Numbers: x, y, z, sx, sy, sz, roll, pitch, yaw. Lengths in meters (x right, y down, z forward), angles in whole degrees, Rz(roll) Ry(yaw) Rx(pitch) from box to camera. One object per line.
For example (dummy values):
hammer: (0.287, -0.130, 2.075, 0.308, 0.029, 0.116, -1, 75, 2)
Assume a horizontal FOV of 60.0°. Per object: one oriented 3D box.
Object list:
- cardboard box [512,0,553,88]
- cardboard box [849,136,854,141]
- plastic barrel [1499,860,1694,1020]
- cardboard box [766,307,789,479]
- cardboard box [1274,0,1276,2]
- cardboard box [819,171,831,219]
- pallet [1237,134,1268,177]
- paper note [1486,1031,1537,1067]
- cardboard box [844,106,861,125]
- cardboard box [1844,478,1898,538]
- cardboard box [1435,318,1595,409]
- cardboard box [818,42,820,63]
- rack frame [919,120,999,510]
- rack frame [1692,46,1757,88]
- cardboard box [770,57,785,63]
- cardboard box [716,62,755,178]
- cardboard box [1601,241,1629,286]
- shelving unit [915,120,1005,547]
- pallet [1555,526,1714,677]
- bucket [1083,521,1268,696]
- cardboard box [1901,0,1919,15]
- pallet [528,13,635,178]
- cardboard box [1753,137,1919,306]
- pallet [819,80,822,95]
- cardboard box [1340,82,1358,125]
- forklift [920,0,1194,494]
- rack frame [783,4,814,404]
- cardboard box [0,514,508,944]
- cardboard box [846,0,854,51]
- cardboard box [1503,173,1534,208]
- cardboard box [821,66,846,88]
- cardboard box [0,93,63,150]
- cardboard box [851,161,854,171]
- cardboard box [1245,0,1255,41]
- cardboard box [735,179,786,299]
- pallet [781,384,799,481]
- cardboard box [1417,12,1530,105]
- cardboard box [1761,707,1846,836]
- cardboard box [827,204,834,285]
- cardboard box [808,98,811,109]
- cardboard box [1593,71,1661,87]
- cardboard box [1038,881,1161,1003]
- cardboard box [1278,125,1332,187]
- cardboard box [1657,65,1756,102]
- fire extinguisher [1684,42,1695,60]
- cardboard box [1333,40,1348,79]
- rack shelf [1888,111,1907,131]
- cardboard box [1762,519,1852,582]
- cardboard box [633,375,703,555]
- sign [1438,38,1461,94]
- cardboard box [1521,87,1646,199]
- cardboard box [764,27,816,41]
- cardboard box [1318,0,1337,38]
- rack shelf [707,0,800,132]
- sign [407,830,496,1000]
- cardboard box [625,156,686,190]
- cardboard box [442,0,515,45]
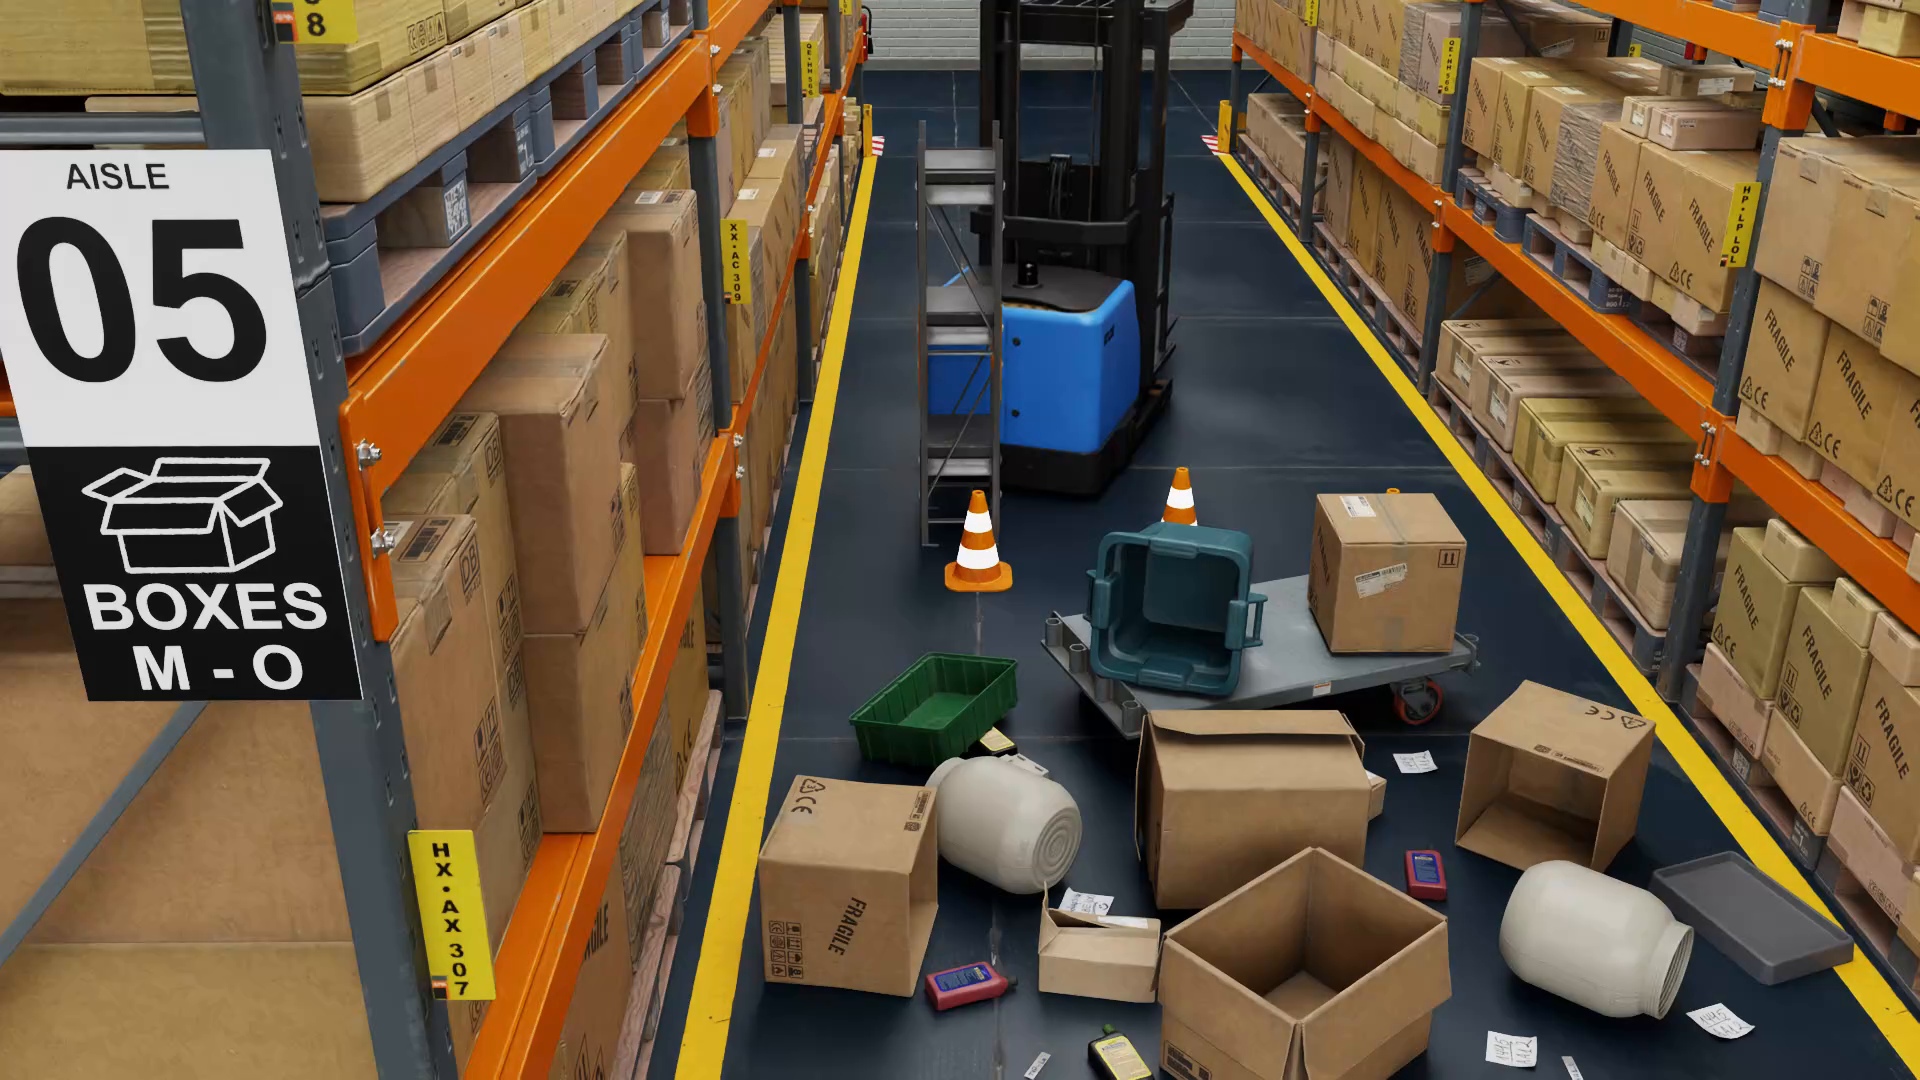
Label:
cardboard box: (-1.054, -1.019, 3.397, 0.380, 0.149, 0.250, 0, 24, 0)
cardboard box: (-1.233, -3.842, 16.195, 0.380, 0.149, 0.250, 1, 24, 2)
plastic barrel: (2.052, 1.295, 5.374, 0.512, 0.421, 0.421, 19, 30, 35)
cardboard box: (-1.518, -0.822, 9.148, 1.050, 0.750, 0.750, 0, 24, 0)
cardboard box: (3.167, -5.299, 15.492, 0.500, 0.500, 0.500, 0, 24, 0)
cardboard box: (-1.218, -2.574, 12.416, 0.500, 0.250, 0.500, -1, 24, -3)
pallet: (3.501, -4.028, 17.400, 1.003, 0.211, 1.213, 0, 24, -1)
paper note: (1.729, 1.592, 5.207, 0.148, 0.019, 0.142, 8, 26, 18)
cardboard box: (-1.200, -4.300, 16.846, 0.380, 0.149, 0.250, -1, 24, -2)
cardboard box: (3.284, -0.122, 5.685, 0.380, 0.149, 0.250, 0, 24, 1)
cardboard box: (3.498, -1.092, 10.205, 0.950, 0.372, 0.625, -2, 24, -4)
cardboard box: (-1.285, -3.754, 12.845, 0.380, 0.149, 0.250, 1, 24, 2)
rack frame: (-0.004, -1.125, 8.690, 0.400, 2.100, 0.015, 0, 24, -1)
rack frame: (8.378, -5.652, 17.606, 1.000, 3.000, 0.127, 0, 24, -1)
cardboard box: (-1.265, -3.128, 11.099, 0.380, 0.149, 0.250, -1, 24, -3)
cardboard box: (-1.438, -2.164, 8.559, 0.700, 0.500, 0.500, -1, 24, -1)
cardboard box: (3.233, -1.290, 7.758, 0.380, 0.149, 0.250, 0, 24, 0)
shelving unit: (-0.002, -1.025, 8.468, 0.431, 2.100, 0.503, 0, 24, -1)
pallet: (3.535, 0.267, 7.904, 1.003, 0.211, 1.213, 0, 24, -1)
bucket: (0.903, 0.226, 6.739, 0.726, 0.611, 0.620, 8, 16, 18)
cardboard box: (3.291, -1.722, 5.098, 0.500, 0.250, 0.500, 0, 24, -1)
pallet: (-1.395, -1.107, 4.025, 1.003, 0.211, 1.213, 0, 24, -1)
cardboard box: (3.333, -1.137, 5.929, 0.700, 0.500, 0.500, -1, 24, -1)
pallet: (-1.628, -3.513, 13.109, 1.003, 0.211, 1.213, 0, 24, -1)
cardboard box: (3.196, -3.304, 12.598, 0.500, 0.250, 0.500, 0, 24, -1)
forklift: (0.727, -2.168, 9.986, 1.130, 2.935, 3.031, 8, 26, 17)
rack frame: (-1.447, -2.267, 10.123, 1.000, 3.000, 0.127, 0, 24, -1)
cardboard box: (-1.325, 0.316, 2.920, 0.875, 0.550, 0.550, 0, 24, -1)
cardboard box: (-1.226, -4.714, 15.049, 0.500, 0.500, 0.500, -1, 24, -2)
cardboard box: (3.228, -1.930, 9.173, 0.380, 0.149, 0.250, 0, 24, 0)
cardboard box: (-1.167, -3.919, 14.081, 0.380, 0.149, 0.250, 1, 24, 1)
cardboard box: (-1.704, -0.699, 2.690, 0.380, 0.149, 0.250, 0, 24, 0)
cardboard box: (-1.235, -3.706, 16.255, 0.380, 0.149, 0.250, 0, 24, 0)
cardboard box: (3.166, -5.266, 16.632, 0.500, 0.500, 0.500, -1, 24, -1)
cardboard box: (-1.155, -1.506, 8.318, 0.500, 0.500, 0.500, 0, 24, 0)
pallet: (-1.514, -0.672, 9.979, 1.003, 0.211, 1.213, 0, 24, -1)
cardboard box: (3.234, -3.044, 10.506, 0.500, 0.500, 0.500, -1, 24, -2)
cardboard box: (3.299, 0.843, 6.074, 0.500, 0.250, 0.500, 1, 24, 2)
cardboard box: (-1.224, -2.241, 12.590, 0.500, 0.500, 0.500, -1, 24, -2)
cardboard box: (-1.268, -3.183, 11.943, 0.380, 0.149, 0.250, -1, 24, -2)
cardboard box: (3.801, -2.305, 9.214, 0.500, 0.500, 0.500, -1, 24, -1)
cardboard box: (0.457, 1.327, 5.495, 0.396, 0.266, 0.258, 4, 25, 9)
cardboard box: (3.548, -3.632, 15.739, 0.875, 0.438, 0.875, -1, 24, -2)
cardboard box: (3.801, -2.326, 8.475, 0.380, 0.149, 0.250, -1, 24, -3)
fire extinguisher: (7.914, -5.505, 17.828, 0.296, 0.674, 0.183, 0, 24, -1)
cardboard box: (3.214, -3.742, 12.958, 0.500, 0.250, 0.500, 0, 24, 0)
rack shelf: (8.443, -2.851, 12.288, 1.077, 0.370, 4.000, 0, 24, -1)
cardboard box: (3.223, 0.037, 6.157, 0.380, 0.149, 0.250, 0, 24, 0)
cardboard box: (-1.359, -0.309, 5.611, 0.875, 0.550, 0.550, 0, 24, -1)
sign: (2.947, -2.855, 10.017, 0.100, 0.325, 0.005, 0, 24, -1)
cardboard box: (3.300, -2.084, 8.725, 0.500, 0.500, 0.500, 0, 24, 0)
cardboard box: (-1.283, -3.774, 12.527, 0.380, 0.149, 0.250, 0, 24, -1)
cardboard box: (3.175, -4.298, 13.279, 0.500, 0.500, 0.500, 0, 24, 0)
rack shelf: (-1.425, -2.482, 7.831, 1.077, 0.370, 4.000, 0, 24, -1)
sign: (-0.805, 0.599, 2.640, 0.100, 0.325, 0.005, 0, 24, -1)
cardboard box: (-1.434, -1.027, 5.889, 0.875, 0.550, 0.550, 0, 24, -1)
cardboard box: (-1.115, -1.051, 2.984, 0.500, 0.250, 0.500, -1, 24, -1)
